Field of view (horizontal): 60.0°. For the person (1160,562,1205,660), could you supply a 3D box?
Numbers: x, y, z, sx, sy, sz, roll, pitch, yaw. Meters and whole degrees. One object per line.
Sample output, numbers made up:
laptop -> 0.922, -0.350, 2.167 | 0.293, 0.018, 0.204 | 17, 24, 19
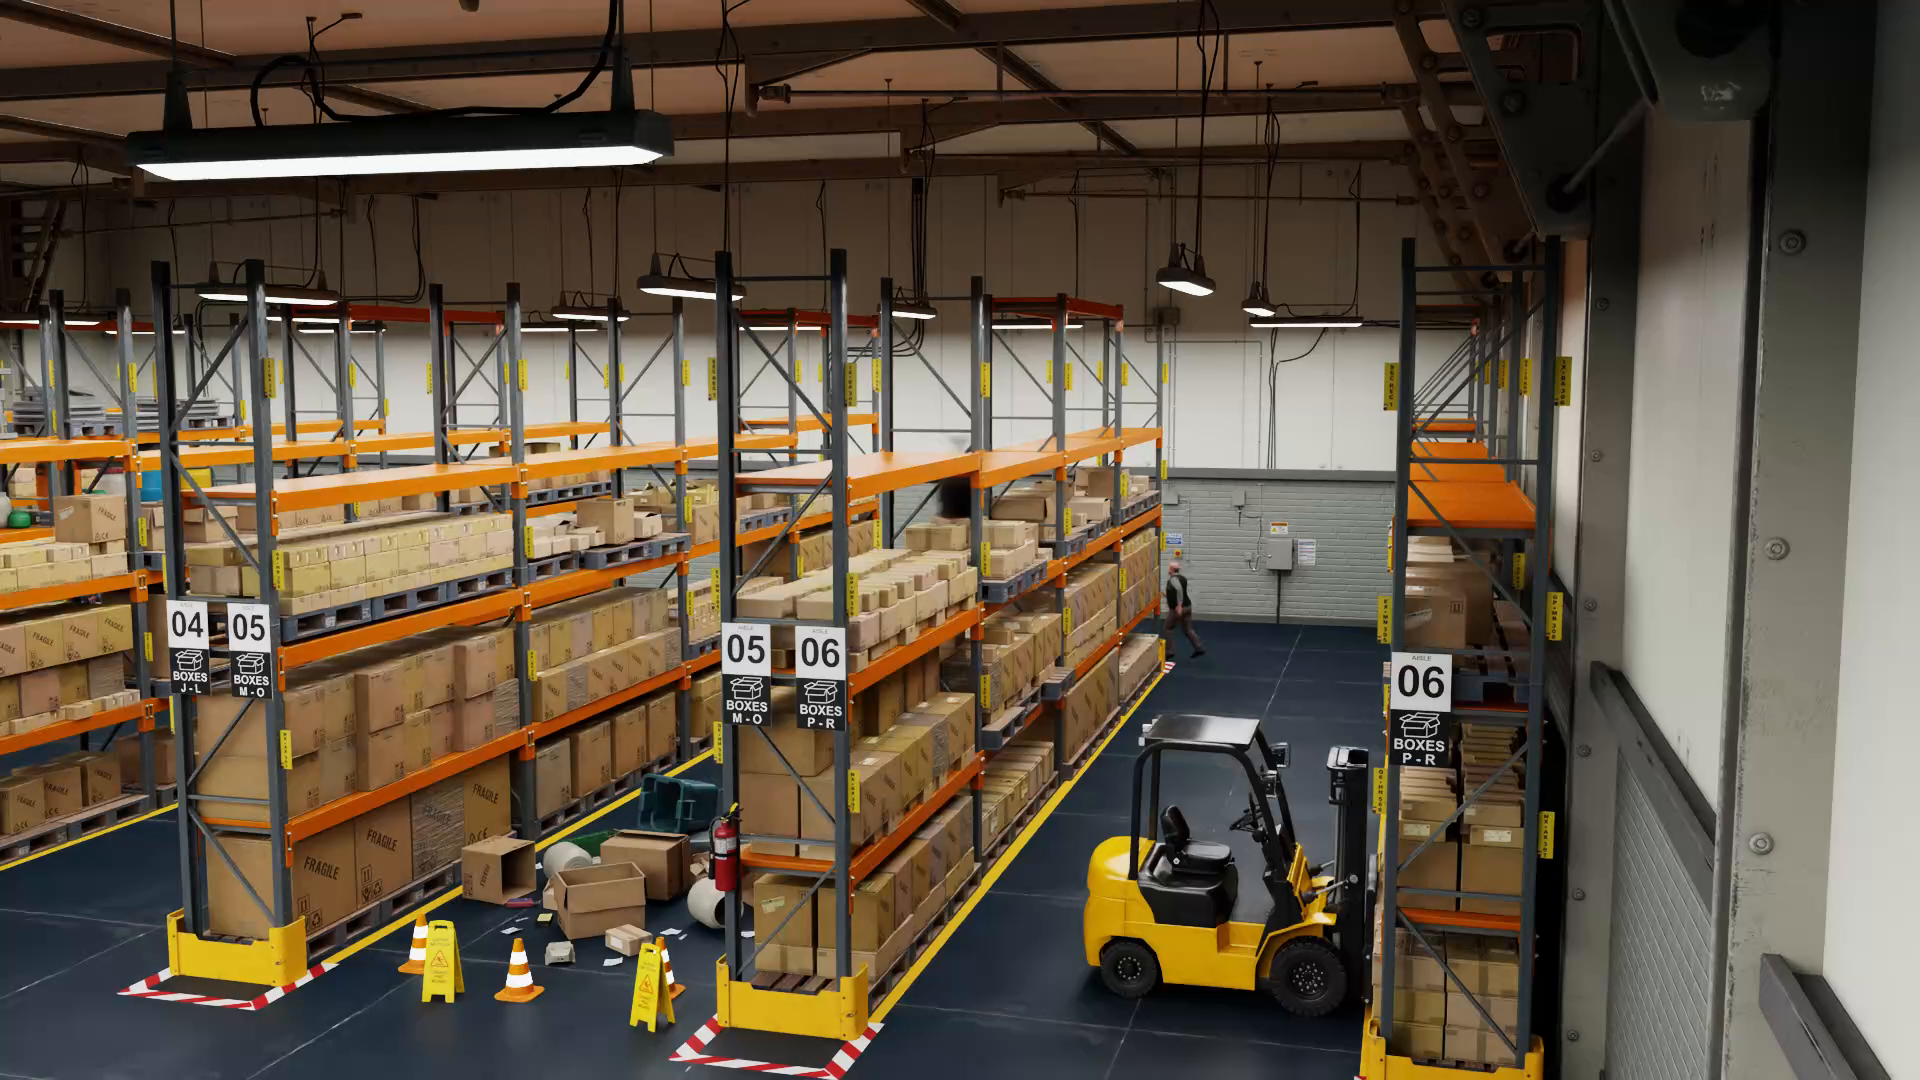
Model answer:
person -> 3.798, 1.260, 28.956 | 1.024, 1.757, 0.606 | 5, 8, 38
